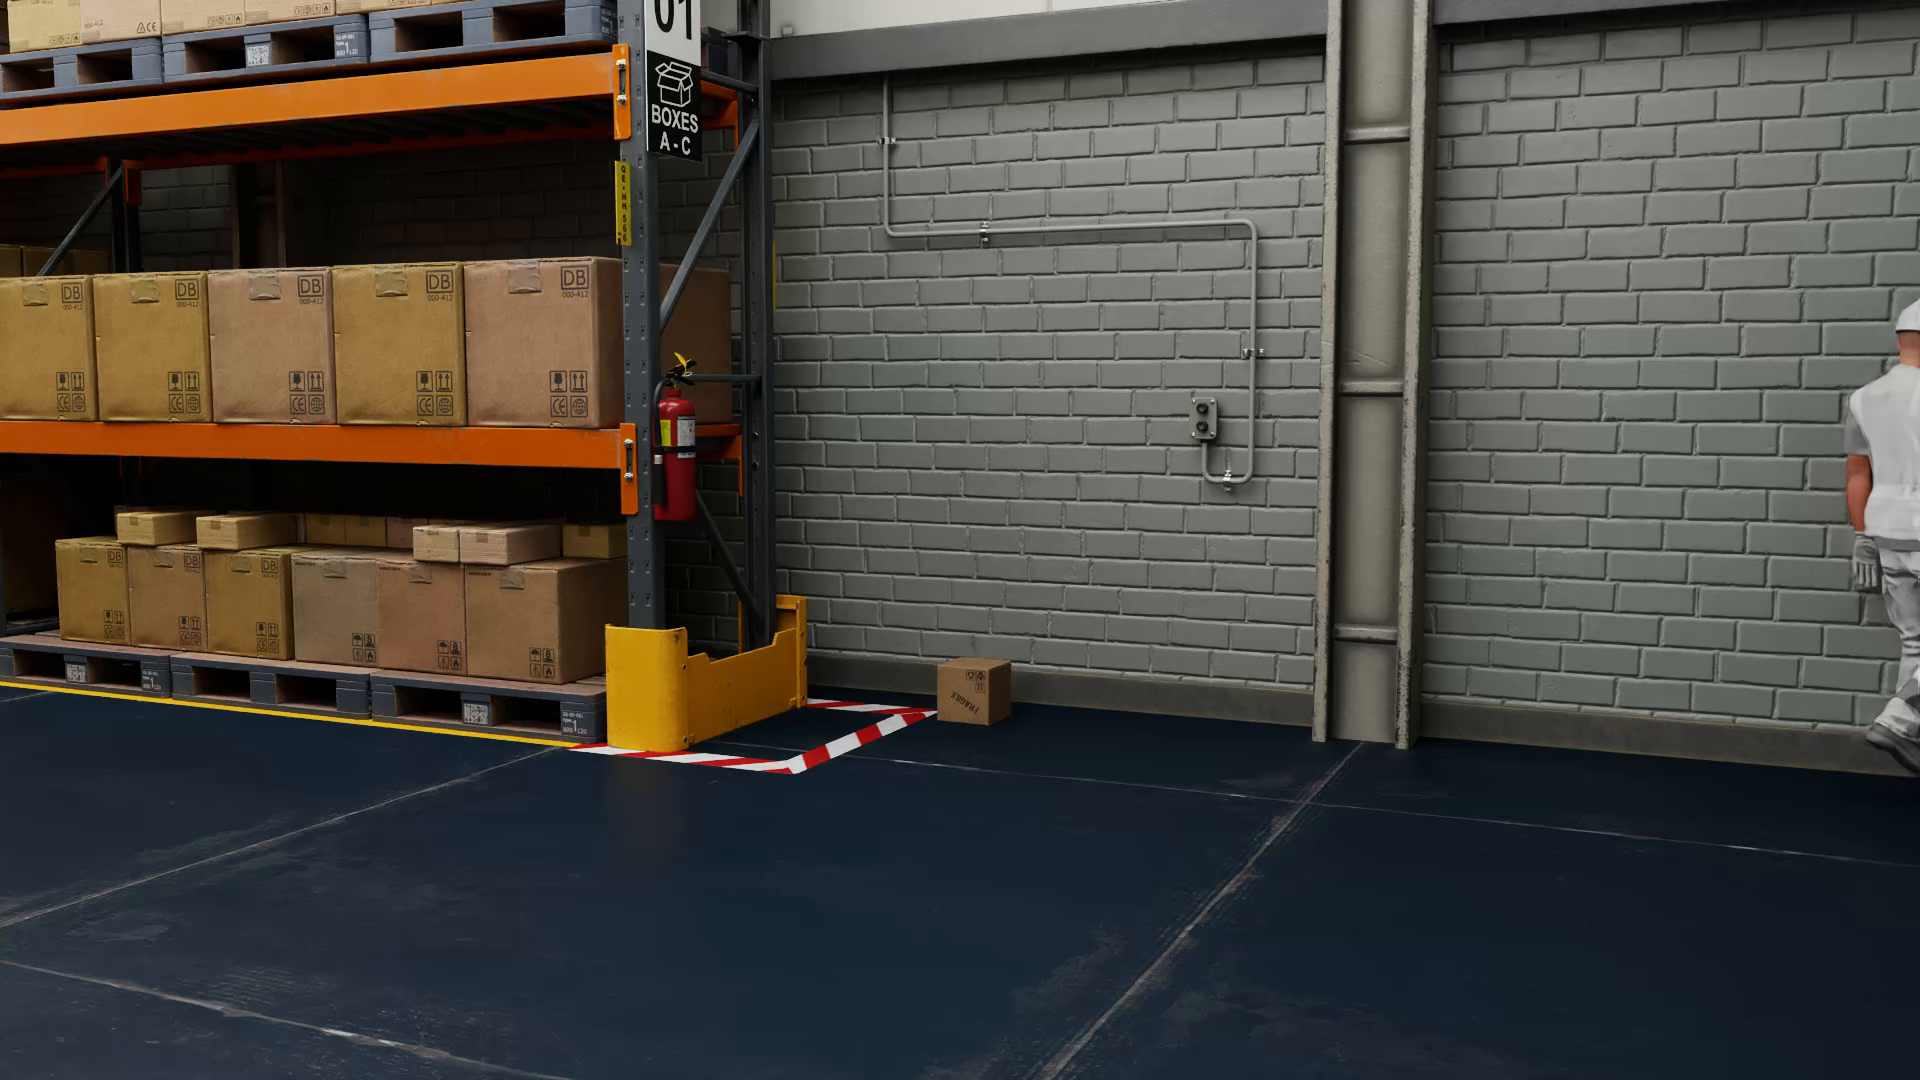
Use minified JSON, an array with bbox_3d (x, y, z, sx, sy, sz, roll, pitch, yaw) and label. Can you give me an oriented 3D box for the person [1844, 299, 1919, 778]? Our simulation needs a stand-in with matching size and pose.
[{"bbox_3d":[3.545,0.014,6.040,0.713,1.777,0.591,-1,6,-11],"label":"person"}]
